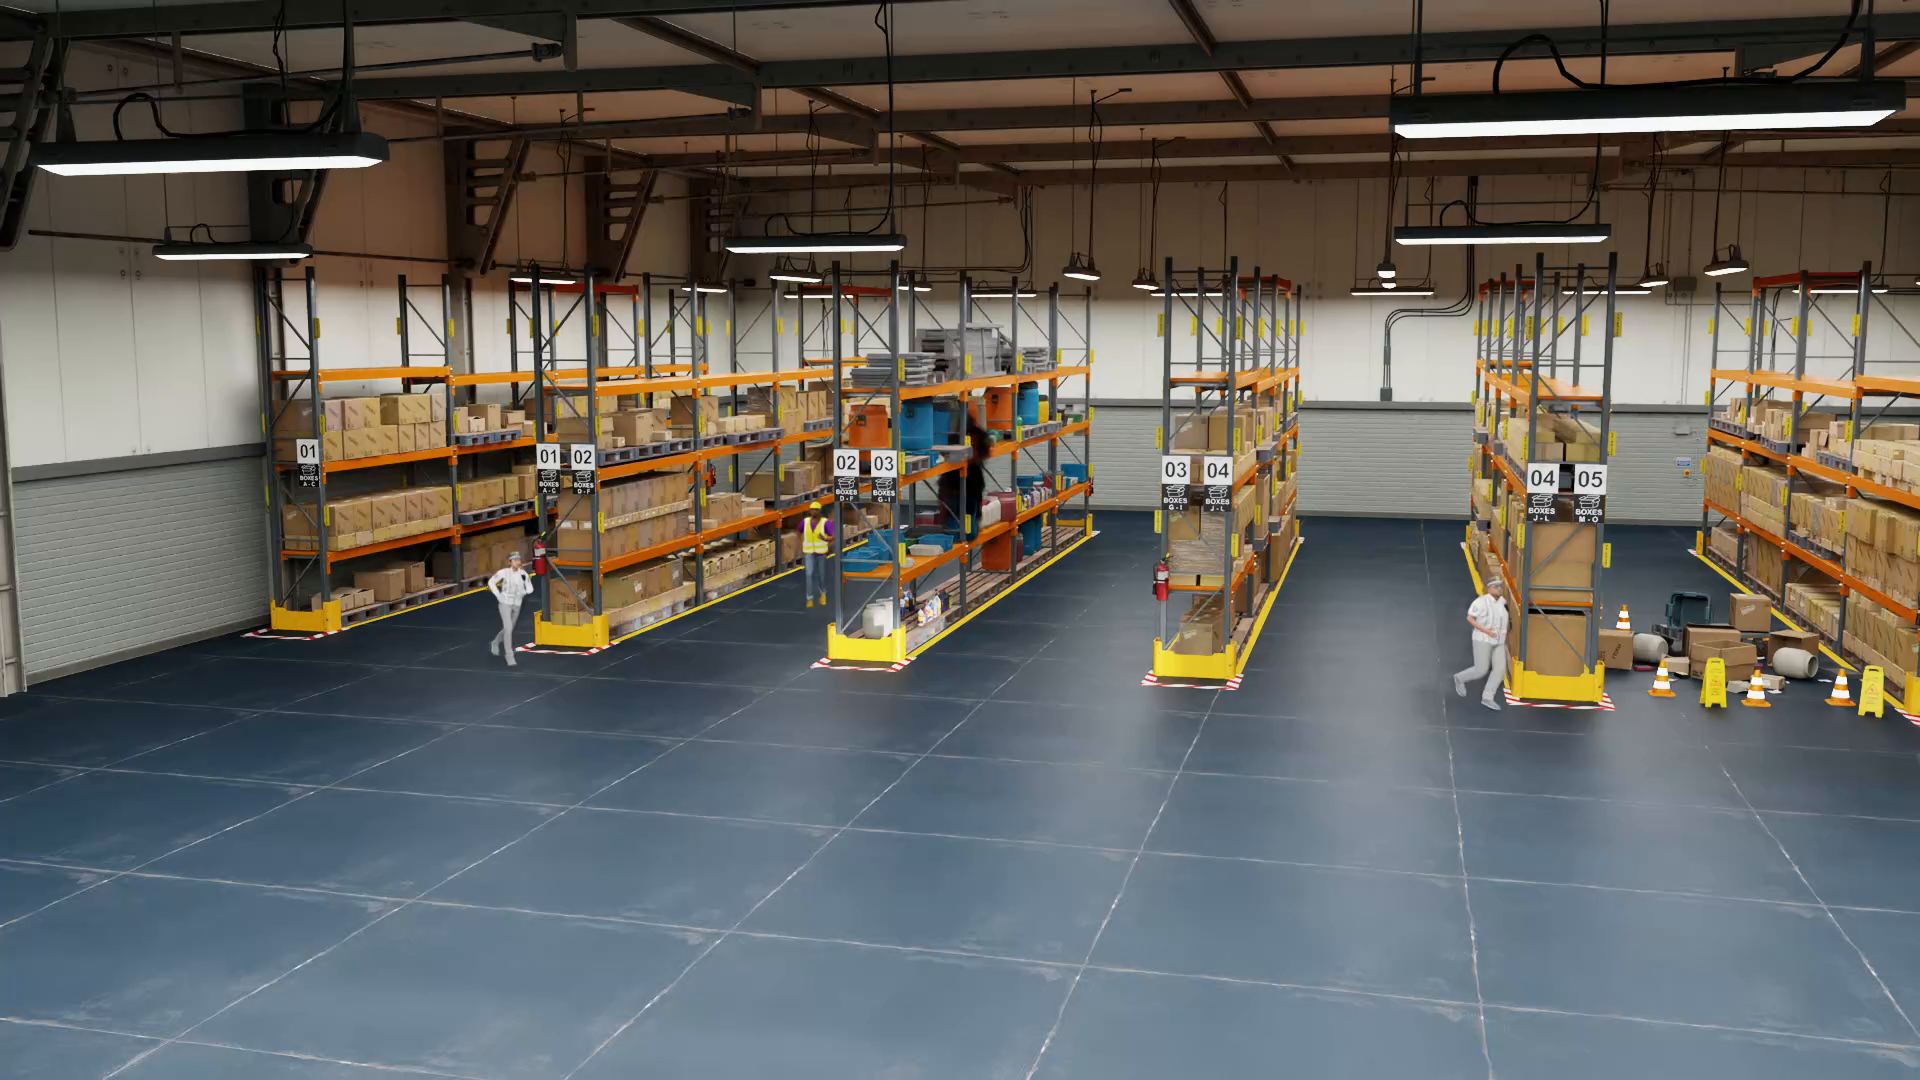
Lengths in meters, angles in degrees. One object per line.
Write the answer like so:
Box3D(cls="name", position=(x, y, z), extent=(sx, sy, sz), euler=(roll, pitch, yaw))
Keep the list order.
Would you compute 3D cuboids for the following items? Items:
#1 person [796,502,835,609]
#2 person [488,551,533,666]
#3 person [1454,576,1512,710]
Box3D(cls="person", position=(-2.449, 0.250, 28.199), extent=(0.700, 1.804, 0.920), euler=(0, 7, 2))
Box3D(cls="person", position=(-6.798, 1.003, 25.199), extent=(0.626, 1.708, 0.862), euler=(-6, 9, -39))
Box3D(cls="person", position=(7.047, 1.336, 22.224), extent=(0.678, 1.769, 0.762), euler=(-3, 8, -23))
